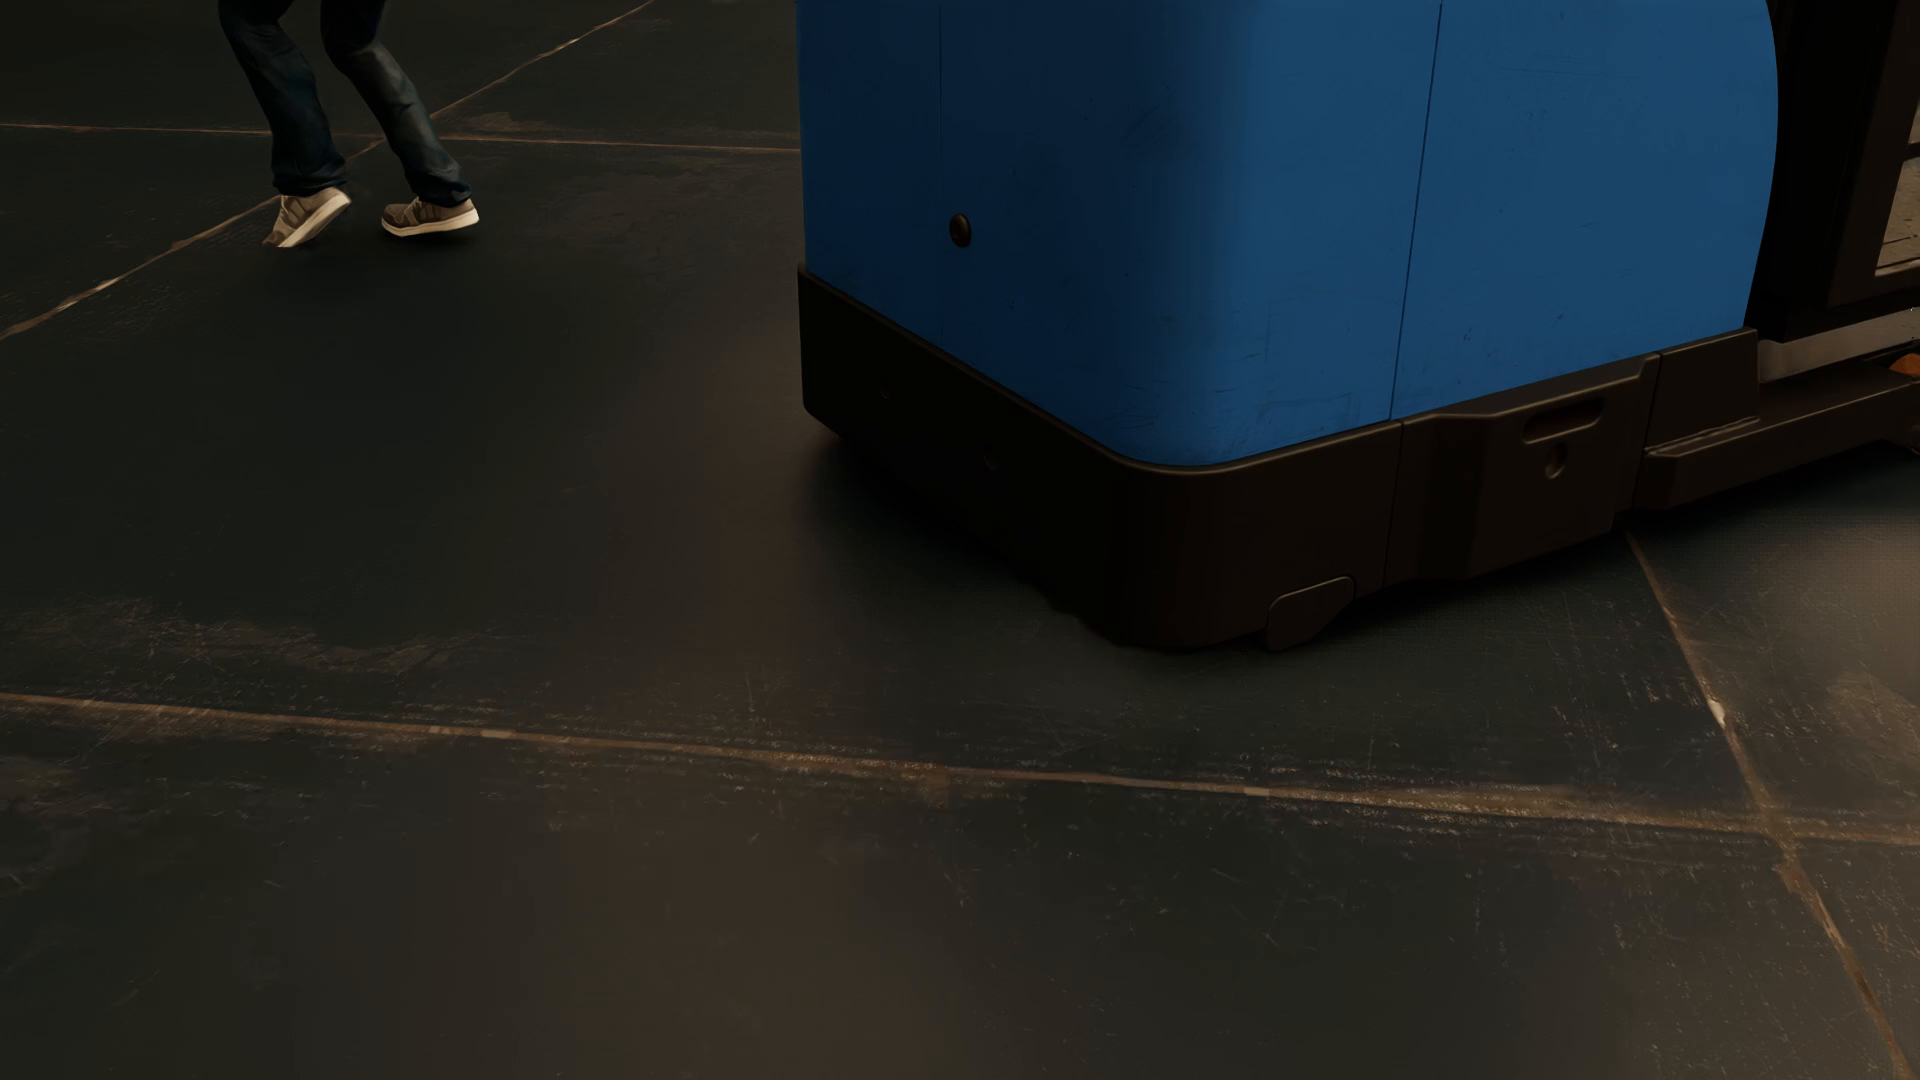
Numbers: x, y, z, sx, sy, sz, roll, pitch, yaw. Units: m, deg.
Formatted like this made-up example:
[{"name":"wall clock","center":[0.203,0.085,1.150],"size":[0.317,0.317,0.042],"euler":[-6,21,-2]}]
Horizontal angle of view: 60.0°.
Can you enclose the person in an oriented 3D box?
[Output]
[{"name":"person","center":[-1.343,-1.378,3.597],"size":[0.693,1.586,0.505],"euler":[6,27,11]}]

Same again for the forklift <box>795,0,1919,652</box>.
[{"name":"forklift","center":[1.267,-1.640,2.504],"size":[3.031,2.935,1.130],"euler":[-15,30,-27]}]
